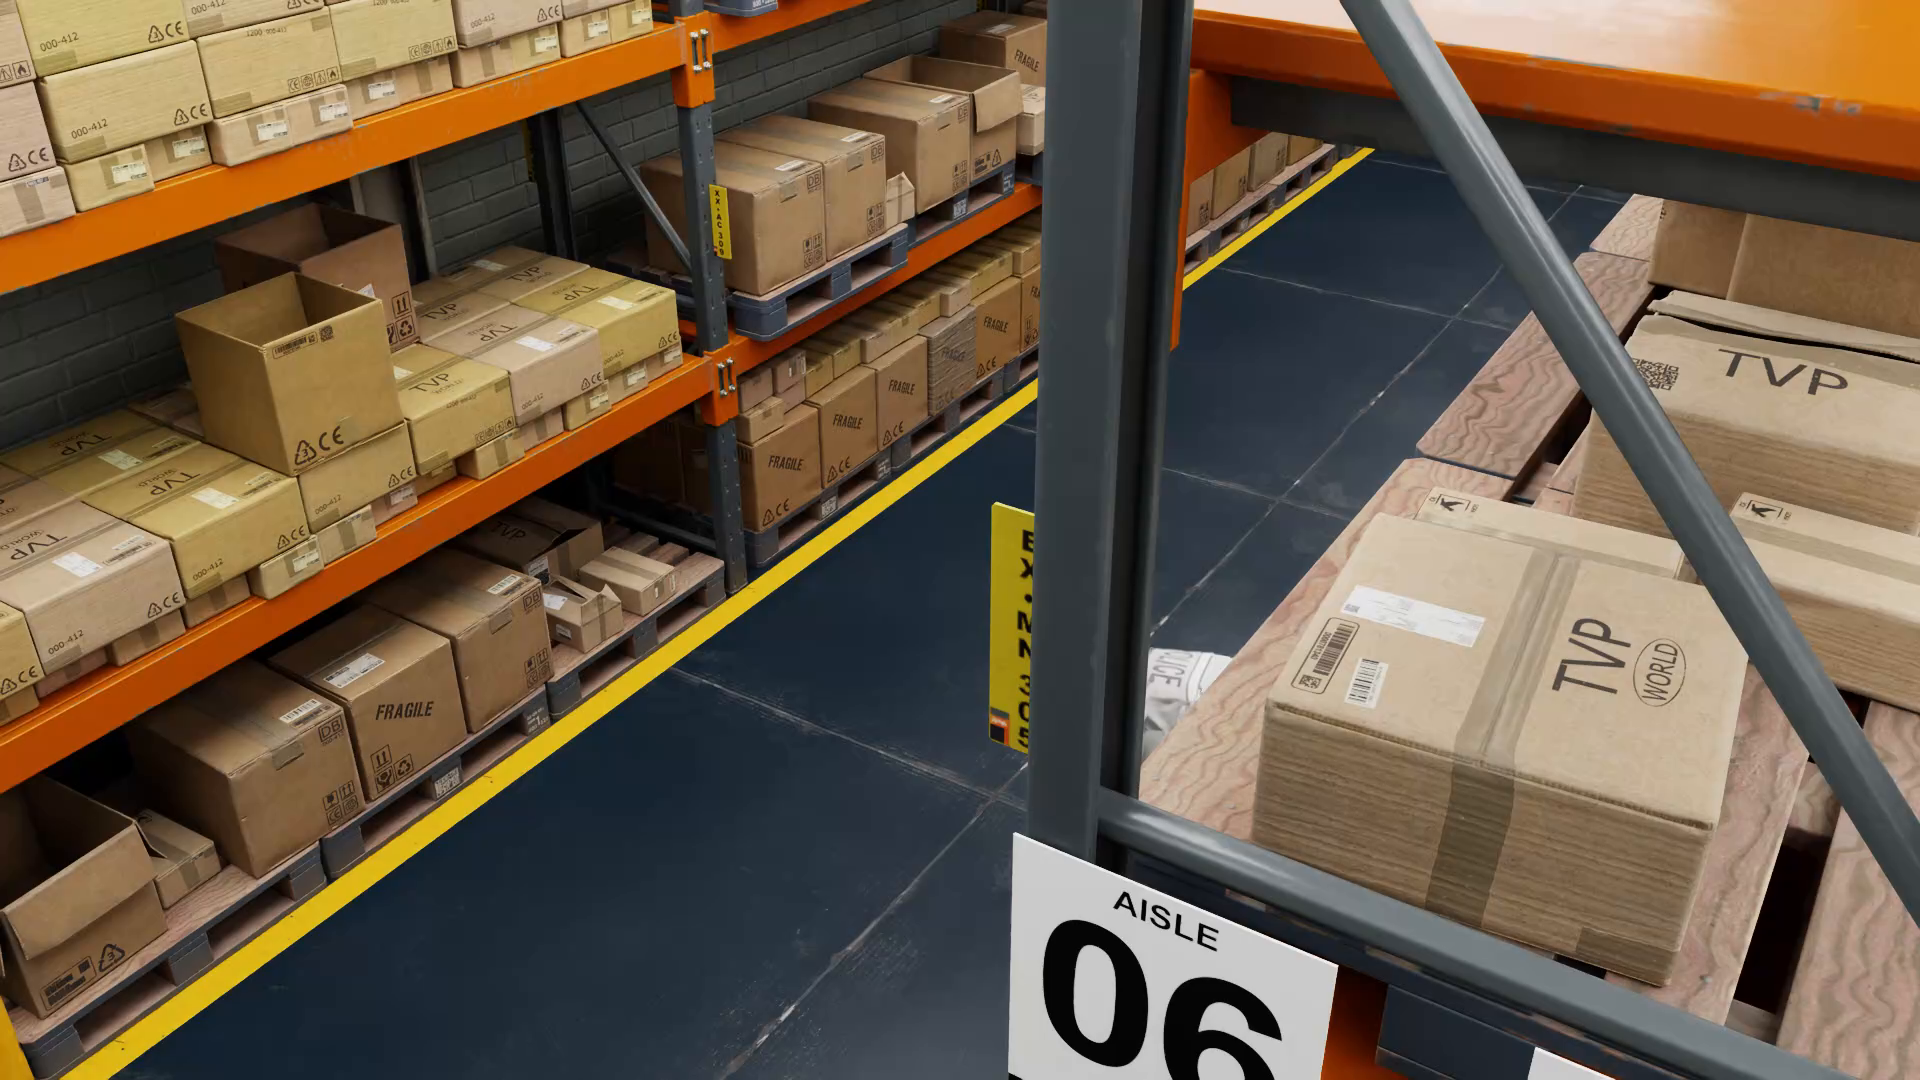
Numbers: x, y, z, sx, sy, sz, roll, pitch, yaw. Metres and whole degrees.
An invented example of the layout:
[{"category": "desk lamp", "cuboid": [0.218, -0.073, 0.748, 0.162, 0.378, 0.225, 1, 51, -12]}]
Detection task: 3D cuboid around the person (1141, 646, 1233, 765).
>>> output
[{"category": "person", "cuboid": [0.933, 0.794, 6.741, 0.918, 0.774, 0.507, 17, 35, 26]}]
